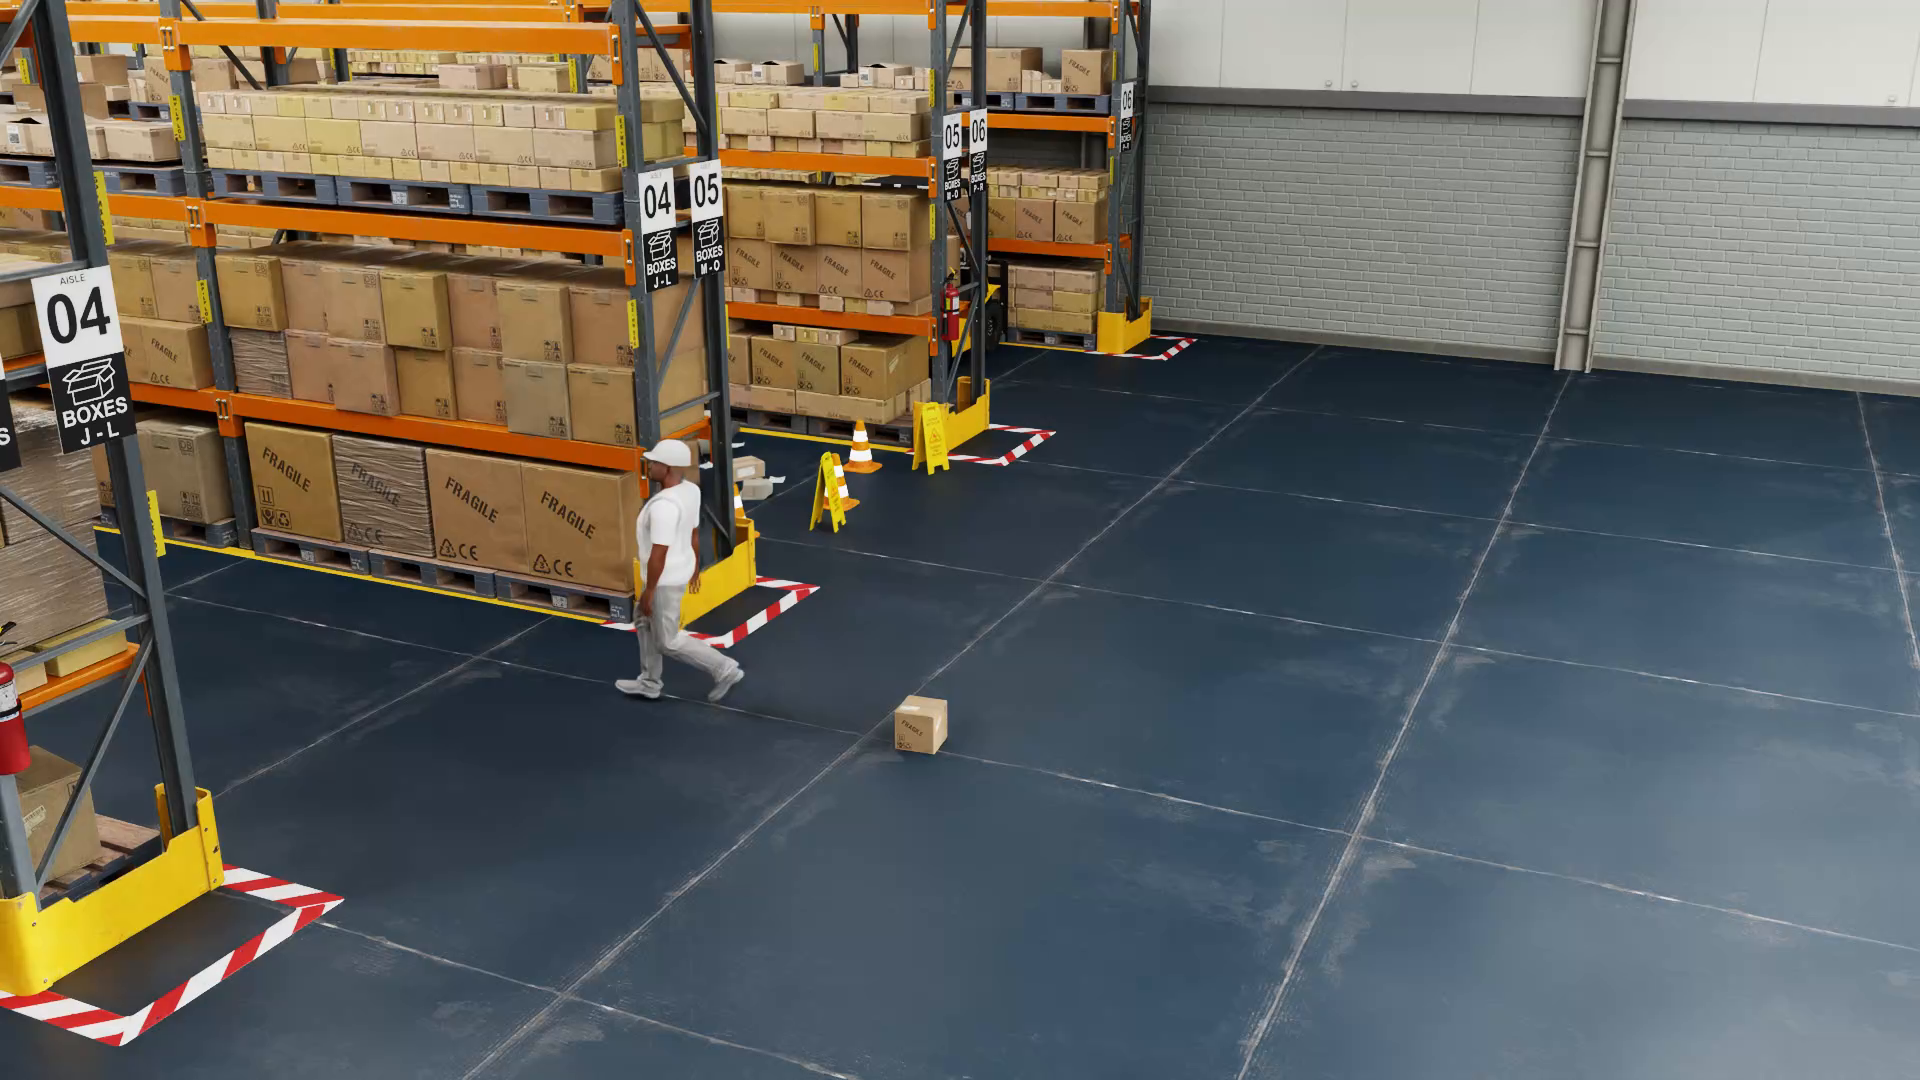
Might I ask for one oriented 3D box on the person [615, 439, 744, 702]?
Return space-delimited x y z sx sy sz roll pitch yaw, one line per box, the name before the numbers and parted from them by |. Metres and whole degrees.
person | -1.796 0.218 10.387 0.906 1.732 0.591 2 19 5
